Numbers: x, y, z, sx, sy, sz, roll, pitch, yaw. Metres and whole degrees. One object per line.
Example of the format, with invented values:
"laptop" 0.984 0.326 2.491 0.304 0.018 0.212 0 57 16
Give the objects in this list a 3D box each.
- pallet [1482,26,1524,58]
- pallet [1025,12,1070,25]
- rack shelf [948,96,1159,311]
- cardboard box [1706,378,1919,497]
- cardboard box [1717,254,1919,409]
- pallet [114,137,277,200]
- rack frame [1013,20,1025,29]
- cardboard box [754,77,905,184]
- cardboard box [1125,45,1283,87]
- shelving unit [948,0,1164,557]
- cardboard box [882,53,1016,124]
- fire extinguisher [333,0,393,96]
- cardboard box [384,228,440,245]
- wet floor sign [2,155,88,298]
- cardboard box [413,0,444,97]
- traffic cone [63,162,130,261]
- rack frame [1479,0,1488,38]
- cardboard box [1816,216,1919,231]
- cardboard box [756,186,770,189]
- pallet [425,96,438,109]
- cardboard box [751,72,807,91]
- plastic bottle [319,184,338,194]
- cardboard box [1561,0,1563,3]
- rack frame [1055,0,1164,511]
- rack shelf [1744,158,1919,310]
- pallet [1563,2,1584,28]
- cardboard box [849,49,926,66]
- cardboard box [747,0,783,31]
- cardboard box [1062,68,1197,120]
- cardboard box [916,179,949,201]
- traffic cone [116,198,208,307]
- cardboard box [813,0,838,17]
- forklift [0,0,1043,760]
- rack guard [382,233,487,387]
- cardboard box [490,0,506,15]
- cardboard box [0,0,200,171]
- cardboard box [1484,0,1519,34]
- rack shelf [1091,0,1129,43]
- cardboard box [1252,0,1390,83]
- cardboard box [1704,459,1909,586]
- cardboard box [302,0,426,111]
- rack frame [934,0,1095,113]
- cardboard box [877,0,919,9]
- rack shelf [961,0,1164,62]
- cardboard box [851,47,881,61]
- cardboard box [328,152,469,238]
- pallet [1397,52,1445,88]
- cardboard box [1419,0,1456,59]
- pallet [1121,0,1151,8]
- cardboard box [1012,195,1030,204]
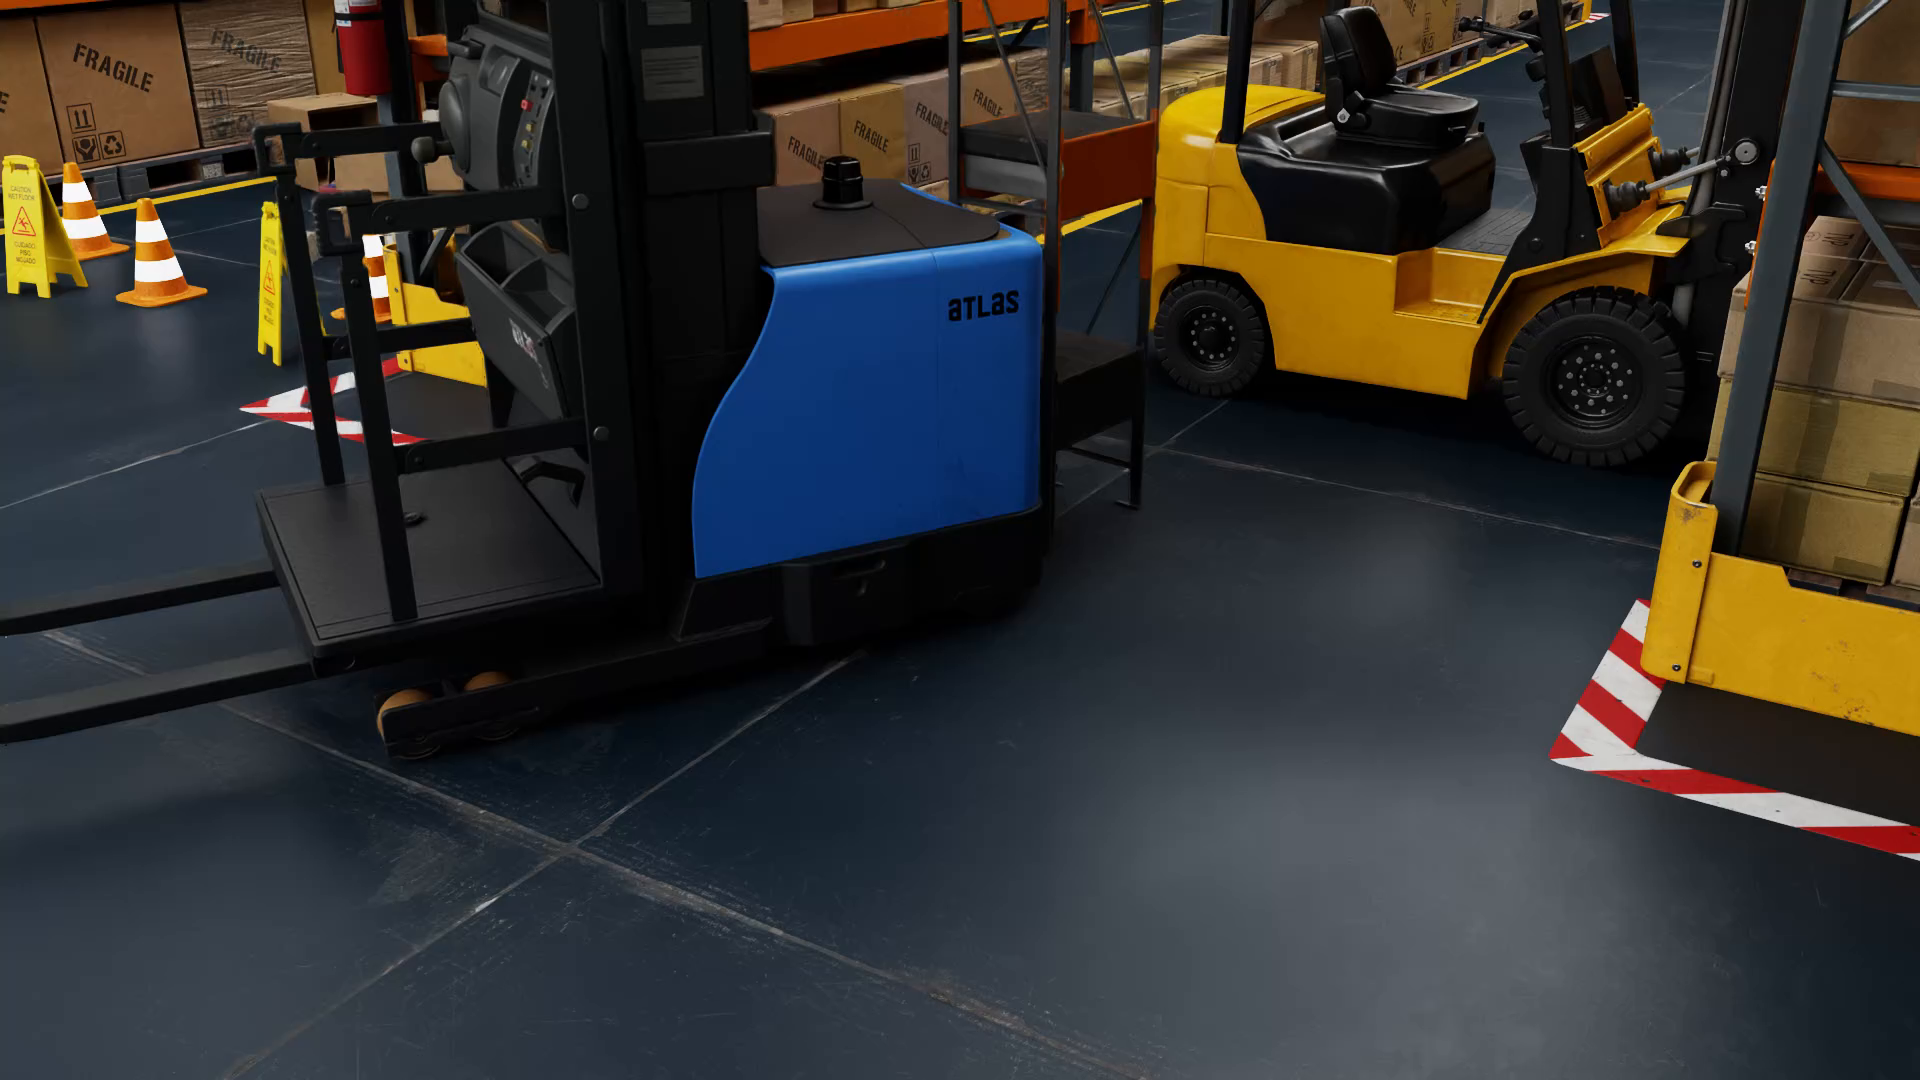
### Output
"pallet" 4.981 -5.018 16.576 1.003 0.211 1.213 14 27 29
"pallet" 0.579 -6.015 18.879 1.003 0.211 1.213 14 27 29
"rack shelf" 0.281 -1.027 5.014 0.431 0.518 0.480 19 30 36
"cardboard box" 2.394 -0.359 4.606 0.500 0.250 0.500 13 27 28
"cardboard box" 2.380 -0.579 4.486 0.500 0.250 0.500 15 28 31
"pallet" -5.075 -2.427 10.591 1.003 0.211 1.213 14 27 29
"rack frame" 0.255 -7.061 17.784 1.000 3.000 0.127 14 27 29
"cardboard box" -0.600 -1.850 7.736 0.500 0.500 0.500 14 27 30
"cardboard box" 1.715 -3.255 11.772 0.950 0.372 0.625 13 27 28
"shelving unit" 0.281 -1.039 5.008 0.431 2.100 0.503 19 30 36
"cardboard box" -0.057 -2.205 8.555 0.500 0.500 0.500 14 27 30
"fire extinguisher" -2.268 -2.030 6.261 0.296 0.674 0.183 14 27 29
"cardboard box" -2.842 -1.565 8.677 0.250 0.149 0.380 -12 26 -26
"wet floor sign" -4.408 -1.505 7.915 0.267 0.644 0.232 9 25 20
"cardboard box" -3.714 -3.749 12.438 1.050 0.750 0.750 14 27 29
"traffic cone" -4.589 -1.728 8.659 0.336 0.463 0.334 14 27 29
"rack frame" 4.513 -6.058 15.467 1.000 3.000 0.127 14 27 29
"cardboard box" 2.902 -0.925 5.285 0.500 0.250 0.500 14 27 30
"cardboard box" -1.144 -1.505 6.939 0.500 0.500 0.500 13 27 27
"pallet" -3.622 -3.357 12.739 1.003 0.211 1.213 14 27 29
"cardboard box" -1.071 -1.953 7.975 0.500 0.500 0.500 13 27 28
"plastic bottle" -3.706 -2.106 10.038 0.283 0.061 0.133 5 24 11
"cardboard box" 5.885 -5.870 17.731 0.875 0.438 0.875 15 27 30
"rack frame" 0.438 -1.114 5.179 0.400 2.100 0.015 19 30 36
"rack shelf" 3.457 -1.313 5.414 1.077 0.370 4.000 14 27 29
"pallet" 6.268 -5.842 18.478 1.003 0.211 1.213 14 27 29
"cardboard box" -0.520 -2.307 8.791 0.500 0.500 0.500 15 28 31
"cardboard box" -0.959 -2.200 6.873 0.380 0.149 0.250 14 27 30
"cardboard box" 0.944 -2.765 10.641 0.950 0.372 0.625 16 28 32
"cardboard box" -0.335 -1.680 8.287 0.500 0.250 0.500 14 27 30
"traffic cone" -3.808 -1.377 7.847 0.336 0.463 0.334 14 27 29
"cardboard box" -0.762 -2.396 7.326 0.380 0.149 0.250 15 28 31
"forklift" -1.309 -1.054 3.994 3.031 2.935 1.130 -12 26 -26
"rack guard" -1.776 -0.886 6.667 1.175 0.500 0.348 14 27 29
"cardboard box" -1.801 -2.063 6.556 0.380 0.149 0.250 15 28 31
"cardboard box" -5.311 -2.768 10.015 0.875 0.875 0.875 13 27 28
"cardboard box" 4.936 -5.264 16.330 0.875 0.438 0.875 13 27 28
"rack shelf" 1.348 -3.702 10.932 1.077 0.370 4.000 14 27 29
"cardboard box" 2.838 -4.141 13.185 0.875 0.875 0.875 14 27 28
"cardboard box" 2.382 -0.124 4.694 0.500 0.250 0.500 14 27 29
"cardboard box" -4.356 -3.381 11.430 0.875 0.875 0.875 14 27 30
"rack frame" 0.293 -3.357 9.230 1.000 3.000 0.127 14 27 29
"cardboard box" -0.416 -2.552 7.685 0.380 0.149 0.250 14 27 29
"rack shelf" 0.281 -1.669 4.735 0.431 0.518 0.480 19 30 36
"cardboard box" -0.634 -2.584 8.616 0.380 0.149 0.250 15 28 31
"cardboard box" -3.041 -1.985 9.202 0.797 0.503 0.637 -3 24 -7
"pallet" 3.528 -4.088 14.428 1.003 0.211 1.213 14 27 29
"cardboard box" 3.784 -4.743 14.576 0.875 0.875 0.875 15 27 30
"pallet" 1.866 -6.839 20.781 1.003 0.211 1.213 14 27 29
"cardboard box" 0.210 -2.032 9.102 0.500 0.250 0.500 15 28 31
